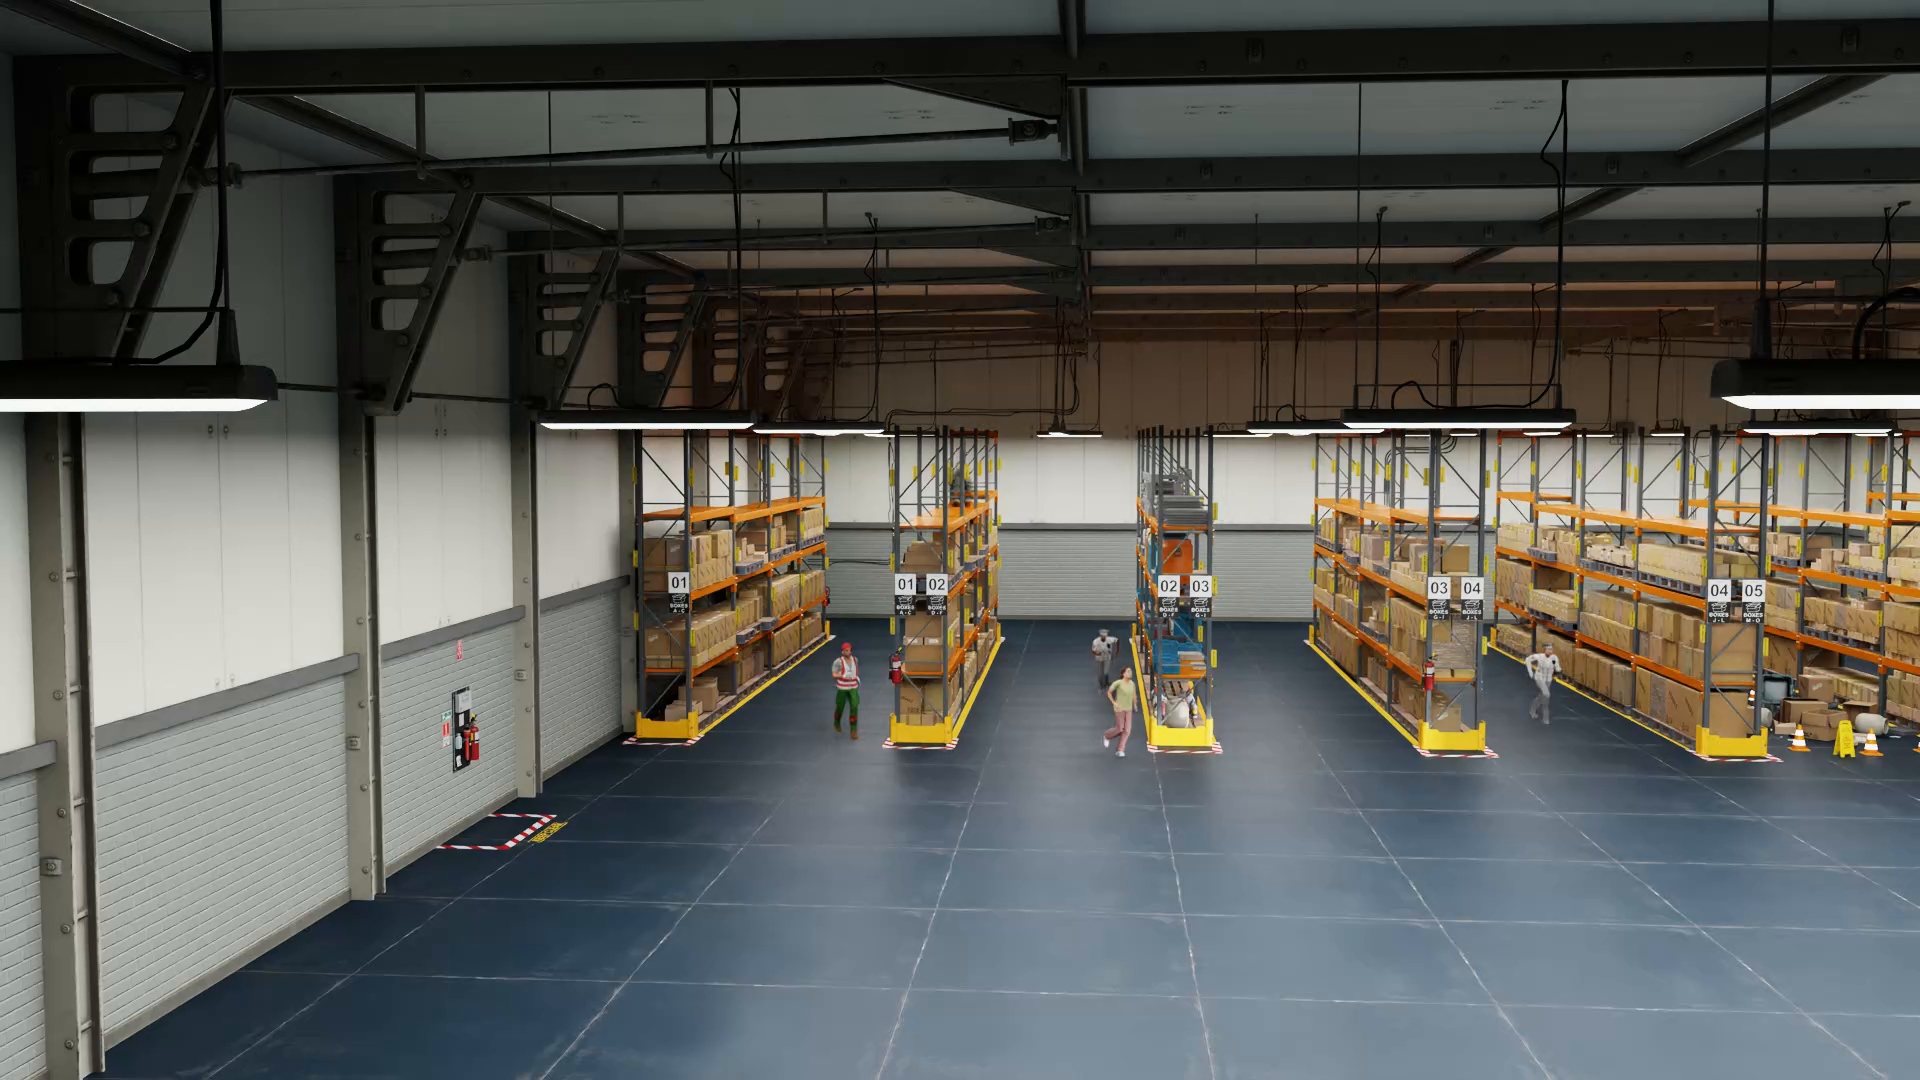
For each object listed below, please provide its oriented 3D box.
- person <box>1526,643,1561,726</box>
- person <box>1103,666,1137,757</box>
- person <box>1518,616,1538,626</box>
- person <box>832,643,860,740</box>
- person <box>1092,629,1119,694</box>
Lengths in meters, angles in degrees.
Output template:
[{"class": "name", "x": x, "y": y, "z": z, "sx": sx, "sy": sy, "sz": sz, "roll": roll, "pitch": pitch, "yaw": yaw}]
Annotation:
[{"class": "person", "x": 11.789, "y": 2.879, "z": 33.655, "sx": 0.605, "sy": 1.680, "sz": 0.892, "roll": -1, "pitch": 4, "yaw": -13}, {"class": "person", "x": 2.998, "y": 3.093, "z": 30.309, "sx": 0.625, "sy": 1.603, "sz": 0.707, "roll": -2, "pitch": 4, "yaw": -27}, {"class": "person", "x": 16.032, "y": 2.016, "z": 47.040, "sx": 0.970, "sy": 1.734, "sz": 0.761, "roll": 2, "pitch": 4, "yaw": 32}, {"class": "person", "x": -2.193, "y": 2.880, "z": 32.031, "sx": 0.652, "sy": 1.825, "sz": 0.904, "roll": -2, "pitch": 4, "yaw": -24}, {"class": "person", "x": 3.263, "y": 2.721, "z": 37.251, "sx": 0.607, "sy": 1.505, "sz": 0.910, "roll": 0, "pitch": 3, "yaw": 6}]
